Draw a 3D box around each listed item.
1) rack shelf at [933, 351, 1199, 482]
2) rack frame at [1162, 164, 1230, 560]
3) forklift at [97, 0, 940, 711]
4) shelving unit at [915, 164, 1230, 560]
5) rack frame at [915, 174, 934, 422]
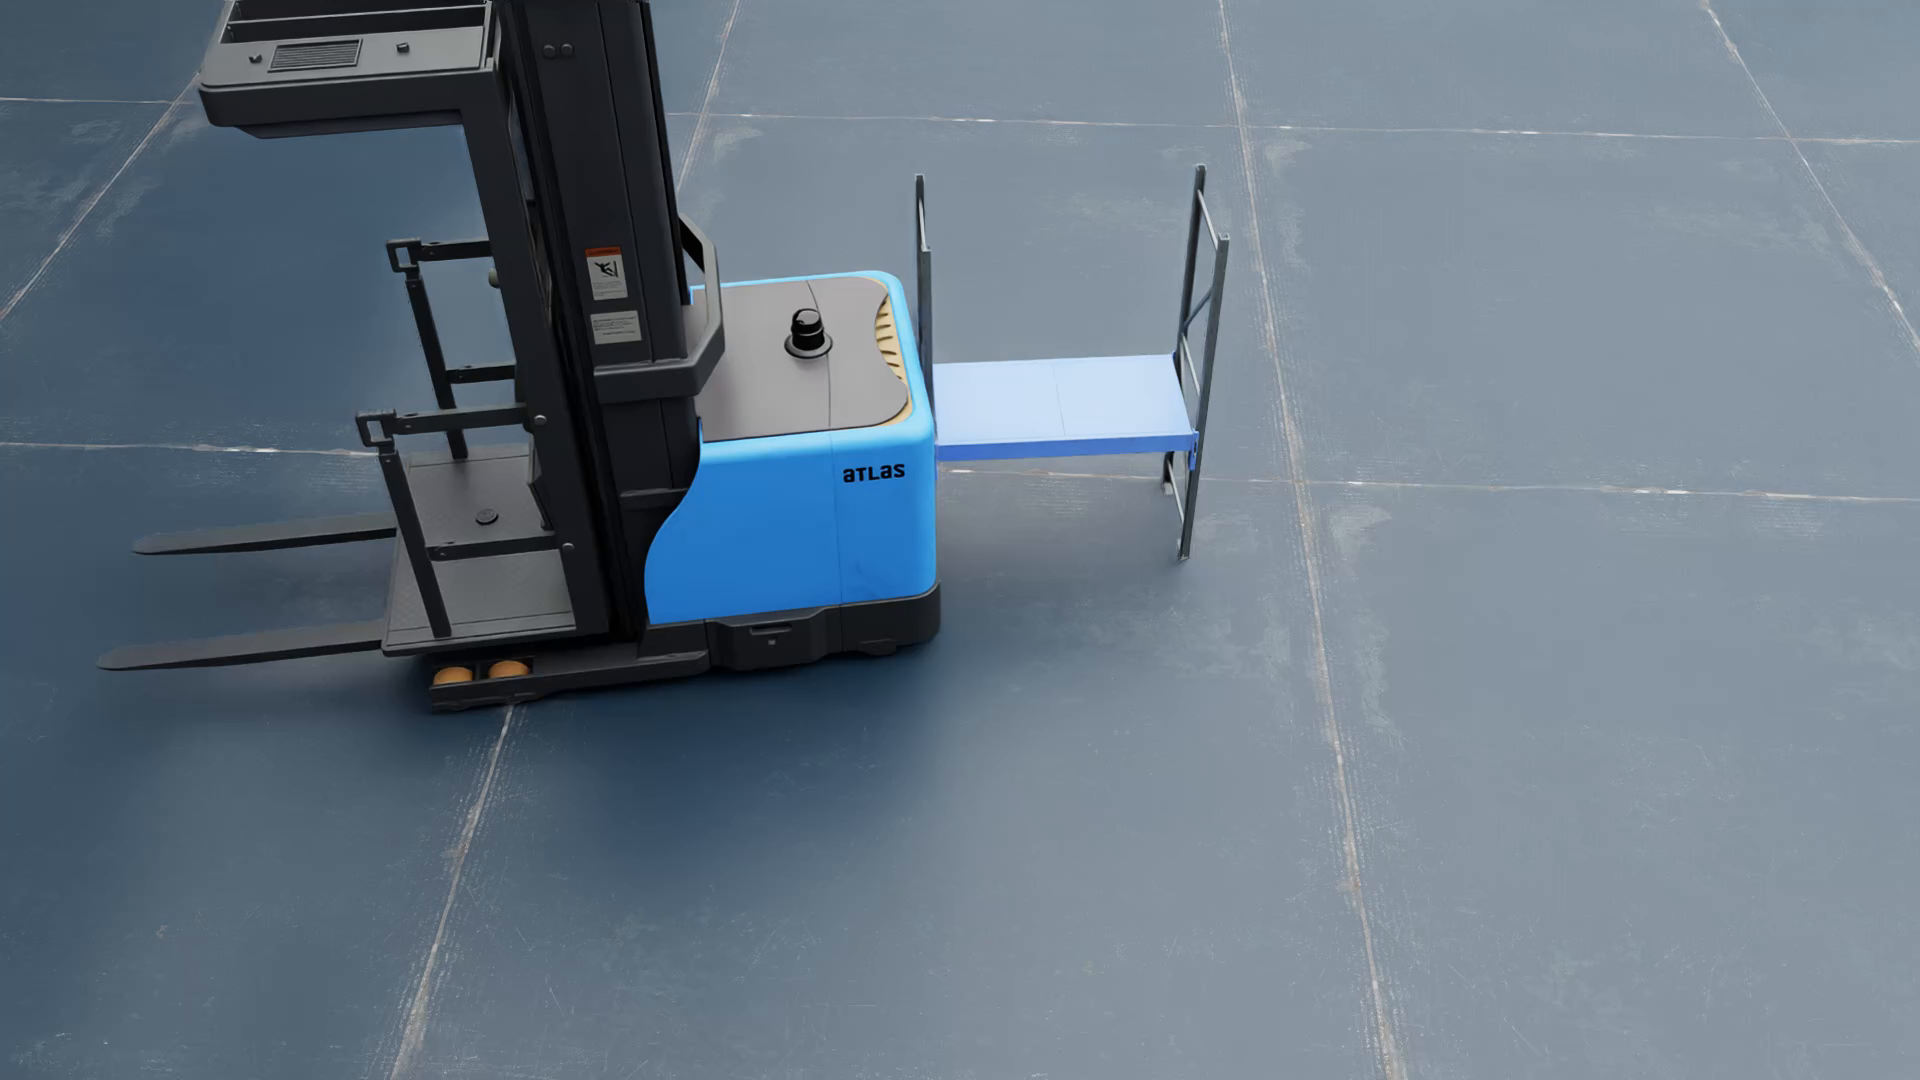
[{"bbox_3d":[0.378,-0.485,6.434,1.000,0.185,0.538,-3,43,-3],"label":"rack shelf"},{"bbox_3d":[0.885,-0.640,6.337,0.032,1.500,0.500,-3,43,-3],"label":"rack frame"},{"bbox_3d":[-1.637,-0.838,5.499,3.031,2.935,1.130,-6,43,-6],"label":"forklift"},{"bbox_3d":[0.378,-0.617,6.312,1.048,1.500,0.538,-3,43,-3],"label":"shelving unit"},{"bbox_3d":[-0.129,-0.594,6.287,0.032,1.500,0.500,-3,43,-3],"label":"rack frame"}]
